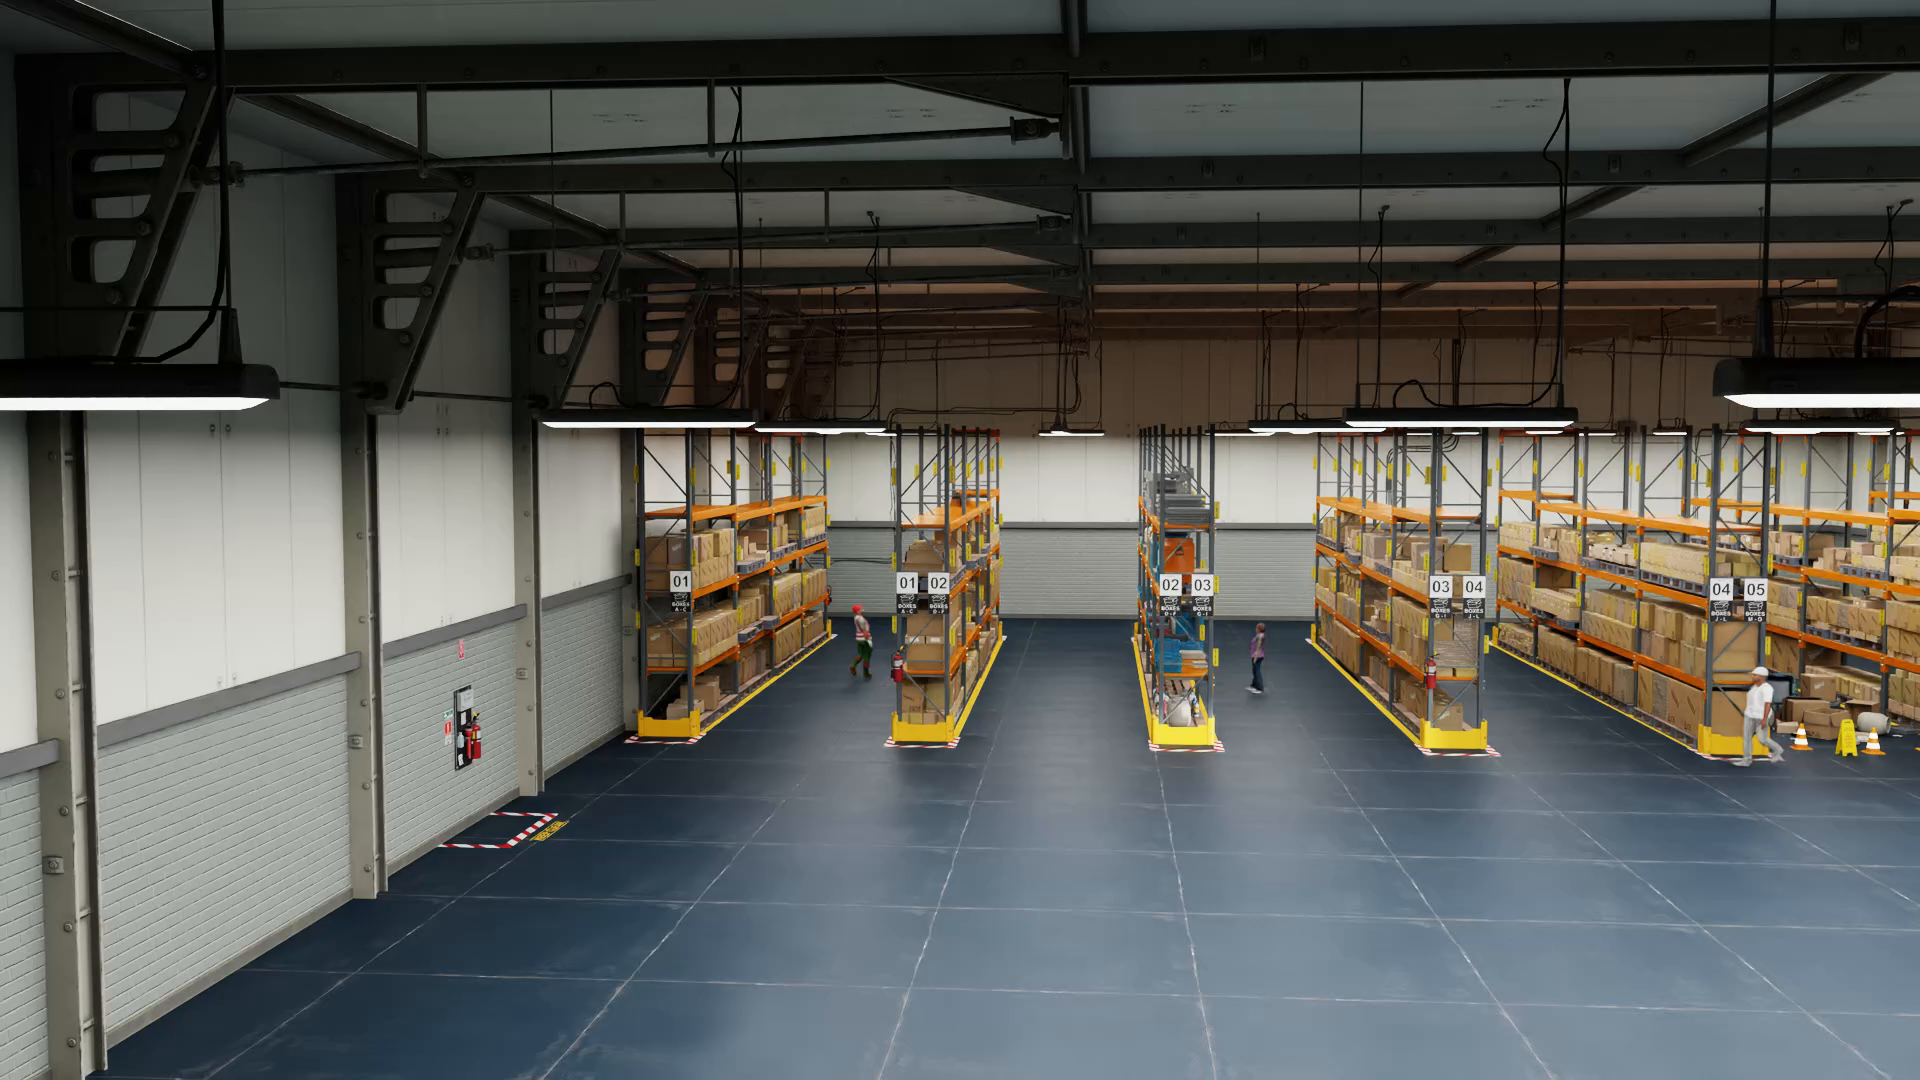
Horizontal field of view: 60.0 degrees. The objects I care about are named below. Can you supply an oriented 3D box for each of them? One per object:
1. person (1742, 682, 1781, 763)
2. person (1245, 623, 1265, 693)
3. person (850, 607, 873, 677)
[{"bbox_3d":[14.012,3.180,29.016,0.656,1.432,0.530,-2,4,-25],"label":"person"},{"bbox_3d":[6.644,2.651,37.573,0.517,1.587,0.456,2,4,27],"label":"person"},{"bbox_3d":[-2.353,2.437,39.783,0.530,1.709,0.668,3,5,41],"label":"person"}]
